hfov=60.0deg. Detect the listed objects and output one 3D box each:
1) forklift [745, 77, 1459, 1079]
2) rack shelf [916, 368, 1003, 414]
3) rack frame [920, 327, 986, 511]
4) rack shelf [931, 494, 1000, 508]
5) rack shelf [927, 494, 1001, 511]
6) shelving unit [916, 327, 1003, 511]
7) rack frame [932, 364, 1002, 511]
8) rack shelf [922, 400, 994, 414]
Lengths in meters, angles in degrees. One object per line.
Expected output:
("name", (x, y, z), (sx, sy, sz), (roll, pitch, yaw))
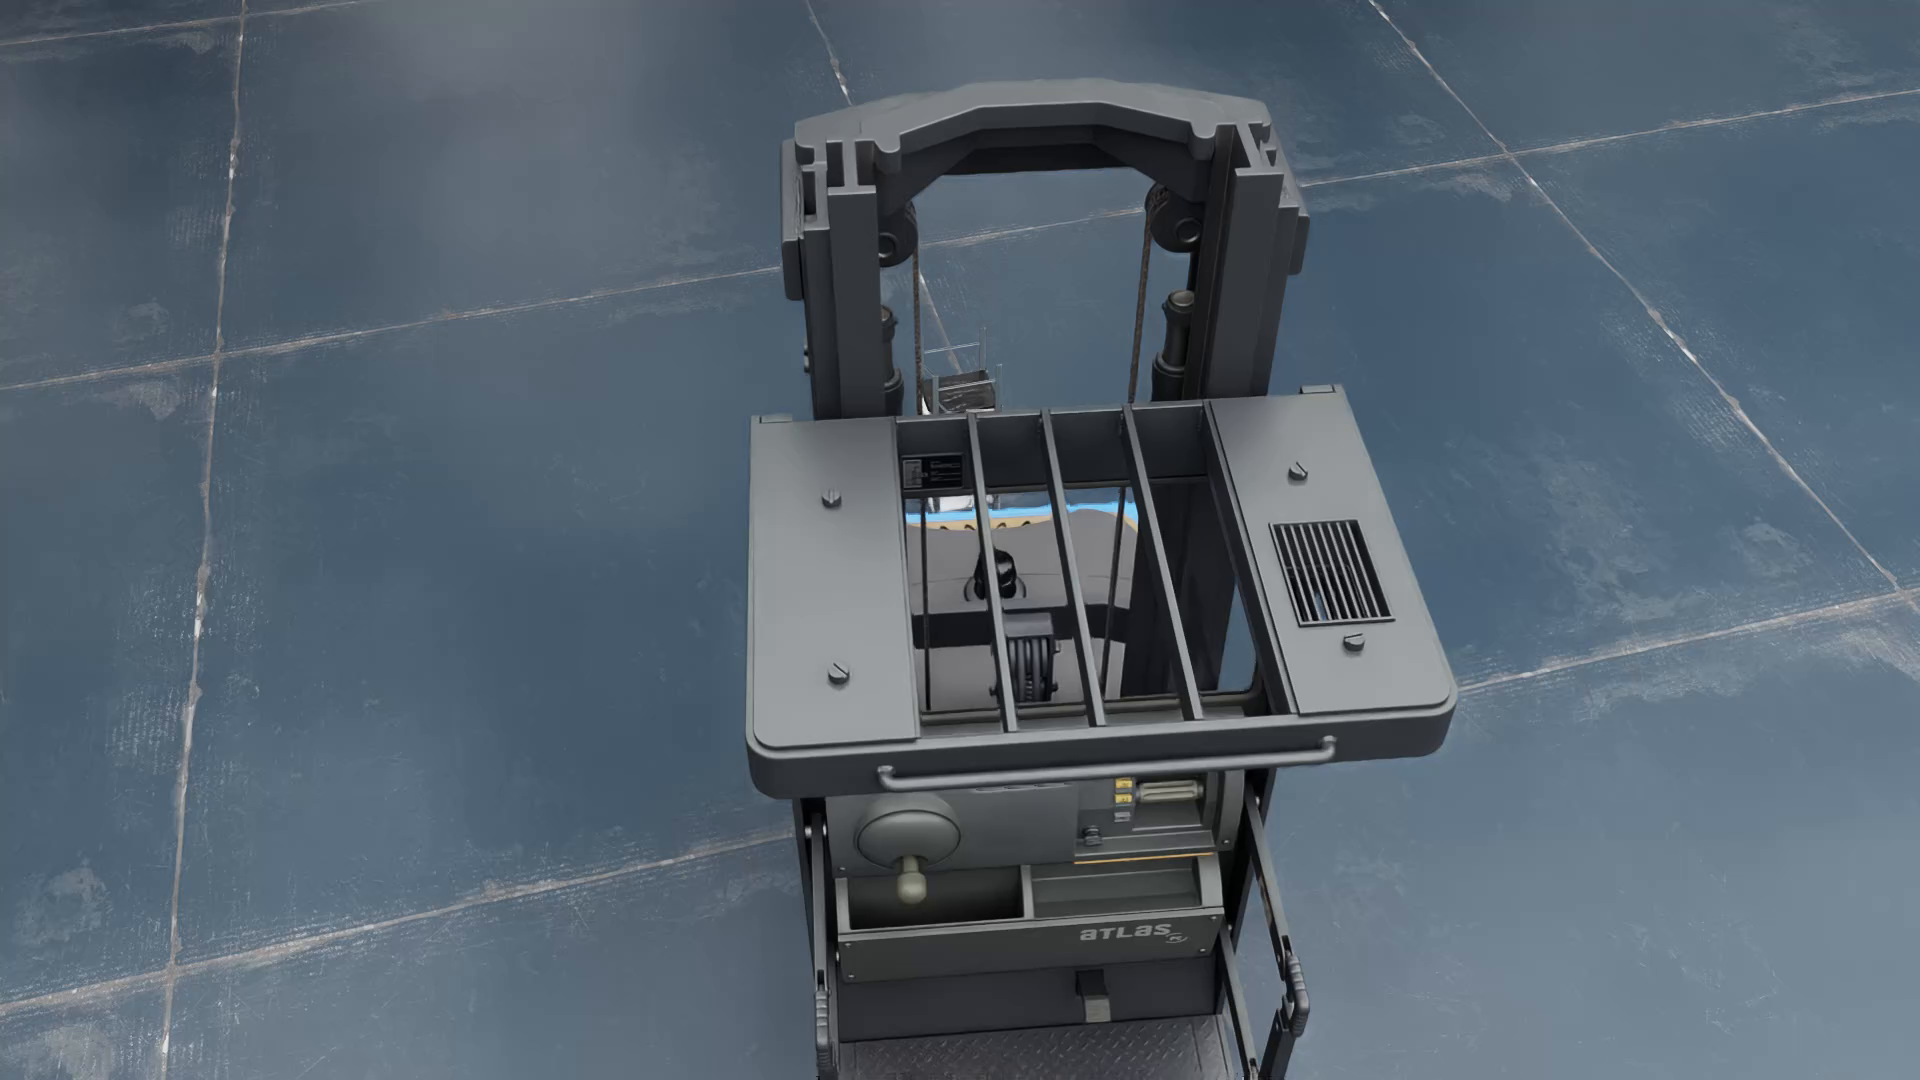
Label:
("forklift", (0.187, 0.681, 3.530), (1.130, 2.935, 3.031), (-3, 46, -3))
("rack shelf", (-0.002, -0.486, 5.765), (0.258, 0.077, 0.200), (-11, 47, -10))
("rack frame", (-0.028, -0.391, 6.003), (0.240, 0.900, 0.006), (-11, 47, -10))
("rack shelf", (-0.002, -0.234, 6.022), (0.258, 0.077, 0.200), (-11, 47, -10))
("rack shelf", (-0.002, -0.171, 6.086), (0.258, 0.077, 0.200), (-11, 47, -10))
("shelving unit", (-0.002, -0.321, 5.934), (0.258, 0.900, 0.210), (-11, 47, -10))
("rack frame", (0.024, -0.250, 5.865), (0.240, 0.900, 0.006), (-11, 47, -10))
("rack shelf", (-0.002, -0.423, 5.829), (0.258, 0.077, 0.200), (-11, 47, -10))
